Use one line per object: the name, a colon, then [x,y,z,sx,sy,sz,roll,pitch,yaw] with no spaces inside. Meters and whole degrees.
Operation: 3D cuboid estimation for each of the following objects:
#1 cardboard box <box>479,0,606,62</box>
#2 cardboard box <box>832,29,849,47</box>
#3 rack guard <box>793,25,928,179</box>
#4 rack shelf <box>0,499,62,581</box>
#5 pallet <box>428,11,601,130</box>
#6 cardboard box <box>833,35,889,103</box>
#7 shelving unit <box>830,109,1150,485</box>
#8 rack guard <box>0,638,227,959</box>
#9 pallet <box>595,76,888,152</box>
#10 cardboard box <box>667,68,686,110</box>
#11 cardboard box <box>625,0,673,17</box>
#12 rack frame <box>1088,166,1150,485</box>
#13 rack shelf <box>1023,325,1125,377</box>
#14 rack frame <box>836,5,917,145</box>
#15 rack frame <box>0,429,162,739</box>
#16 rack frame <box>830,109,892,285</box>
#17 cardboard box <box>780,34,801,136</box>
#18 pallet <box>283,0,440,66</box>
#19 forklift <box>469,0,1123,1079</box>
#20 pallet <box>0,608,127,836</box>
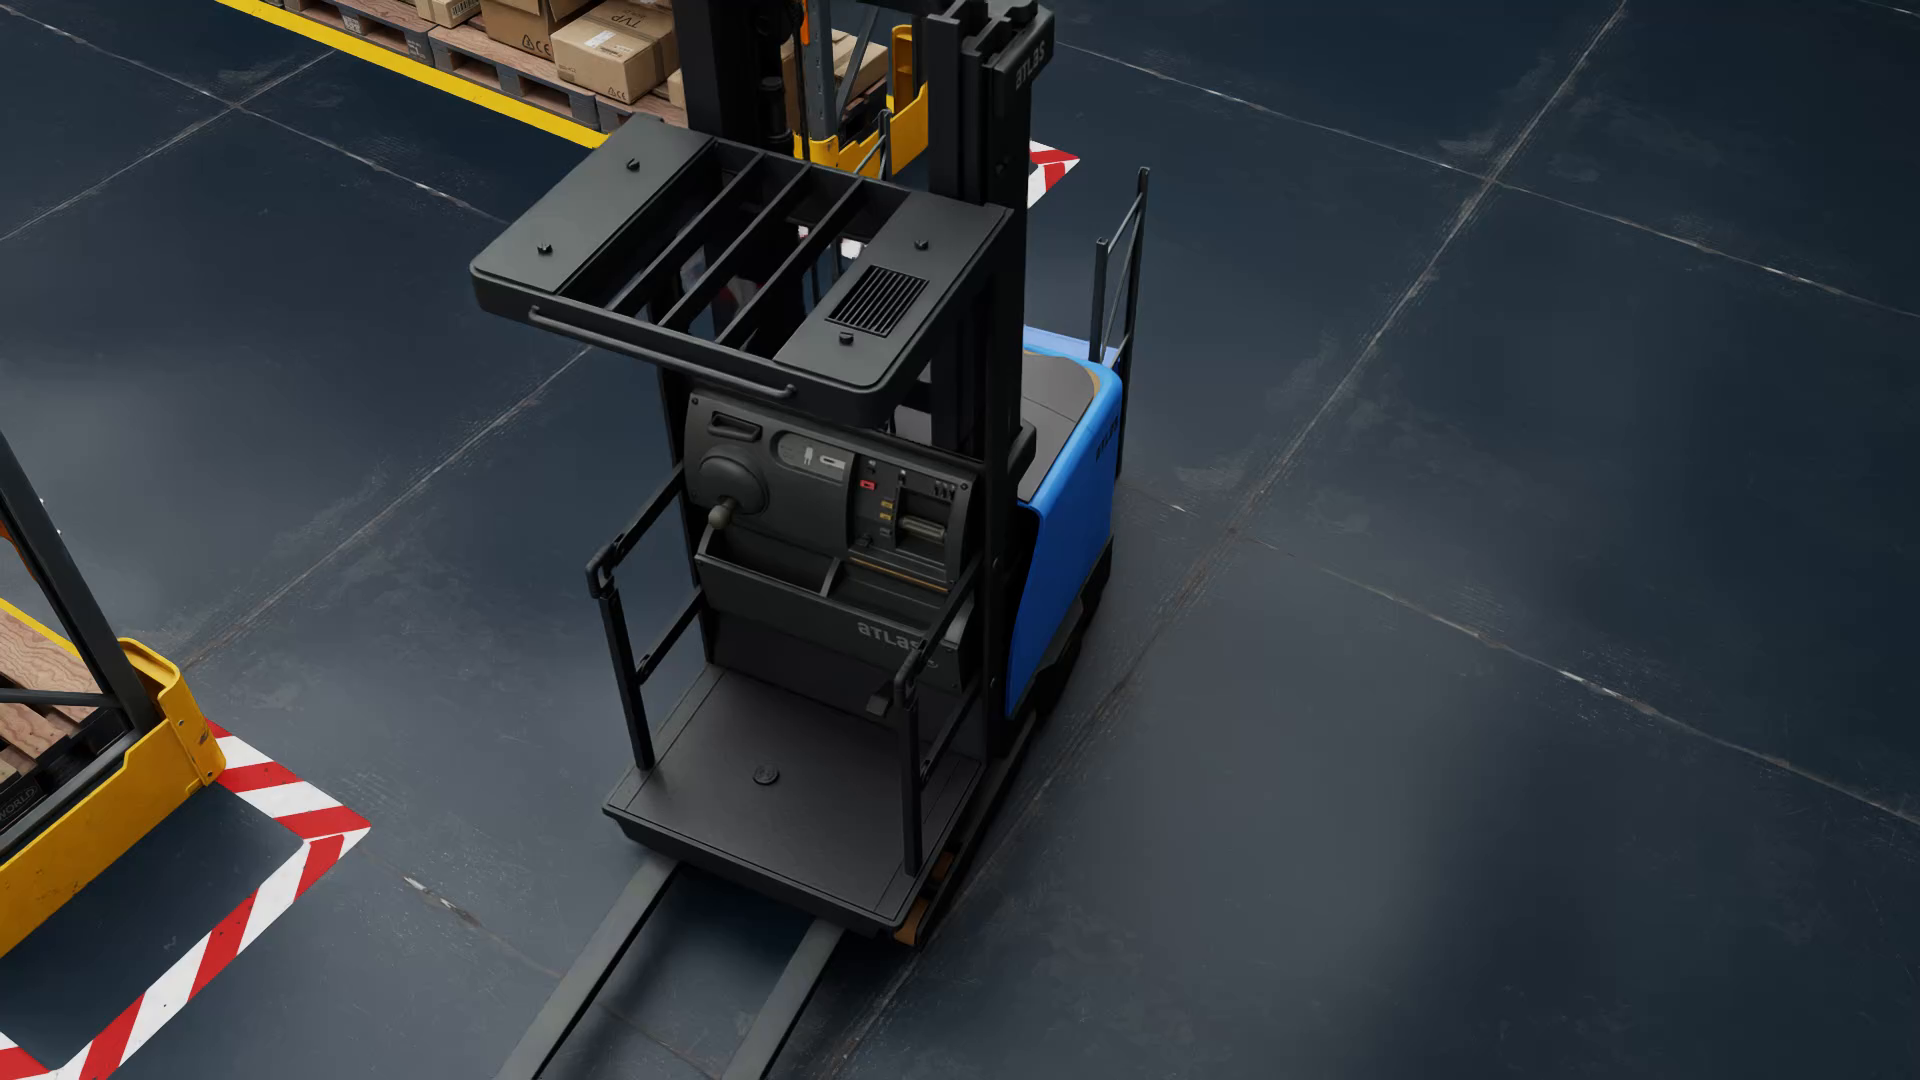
cardboard box: [-2.199,-3.057,9.063,0.637,0.503,0.797,25,51,22]
cardboard box: [-0.794,-2.582,8.836,0.250,0.166,0.380,25,51,22]
rack guard: [-0.480,-2.108,8.450,0.348,0.500,1.175,25,51,22]
rack shelf: [-4.777,-0.485,5.631,4.000,0.370,1.077,25,51,22]
pallet: [-2.175,-2.788,9.312,1.213,0.211,1.003,25,51,22]
cardboard box: [-0.583,-2.479,8.749,0.250,0.149,0.380,25,51,22]
shelving unit: [0.101,-0.785,6.467,1.048,1.500,0.538,16,48,15]
rack guard: [-3.067,0.912,5.515,0.348,0.500,1.175,25,51,22]
pallet: [-1.152,-2.315,8.853,1.213,0.211,1.003,25,51,22]
cardboard box: [-1.299,-2.389,8.648,0.250,0.166,0.380,25,51,22]
cardboard box: [-1.563,-2.914,9.100,0.500,0.250,0.500,25,51,22]
rack frame: [0.571,-0.647,6.333,0.032,1.500,0.500,16,48,15]
rack shelf: [0.101,-0.660,6.596,1.000,0.185,0.538,16,48,15]
rack frame: [-0.415,-2.952,7.527,0.053,2.616,0.949,25,51,22]
rack frame: [-3.094,0.039,4.620,0.127,3.000,1.000,25,51,22]
rack frame: [-0.370,-0.923,6.601,0.032,1.500,0.500,16,48,15]
cardboard box: [-1.007,-2.294,8.324,0.500,0.500,0.500,25,51,22]
pallet: [-3.206,-3.260,9.771,1.213,0.211,1.003,25,51,22]
forklift: [-0.485,-0.054,4.759,1.130,2.935,3.031,18,49,17]
pallet: [-3.767,0.668,5.954,1.213,0.211,1.003,25,51,22]
